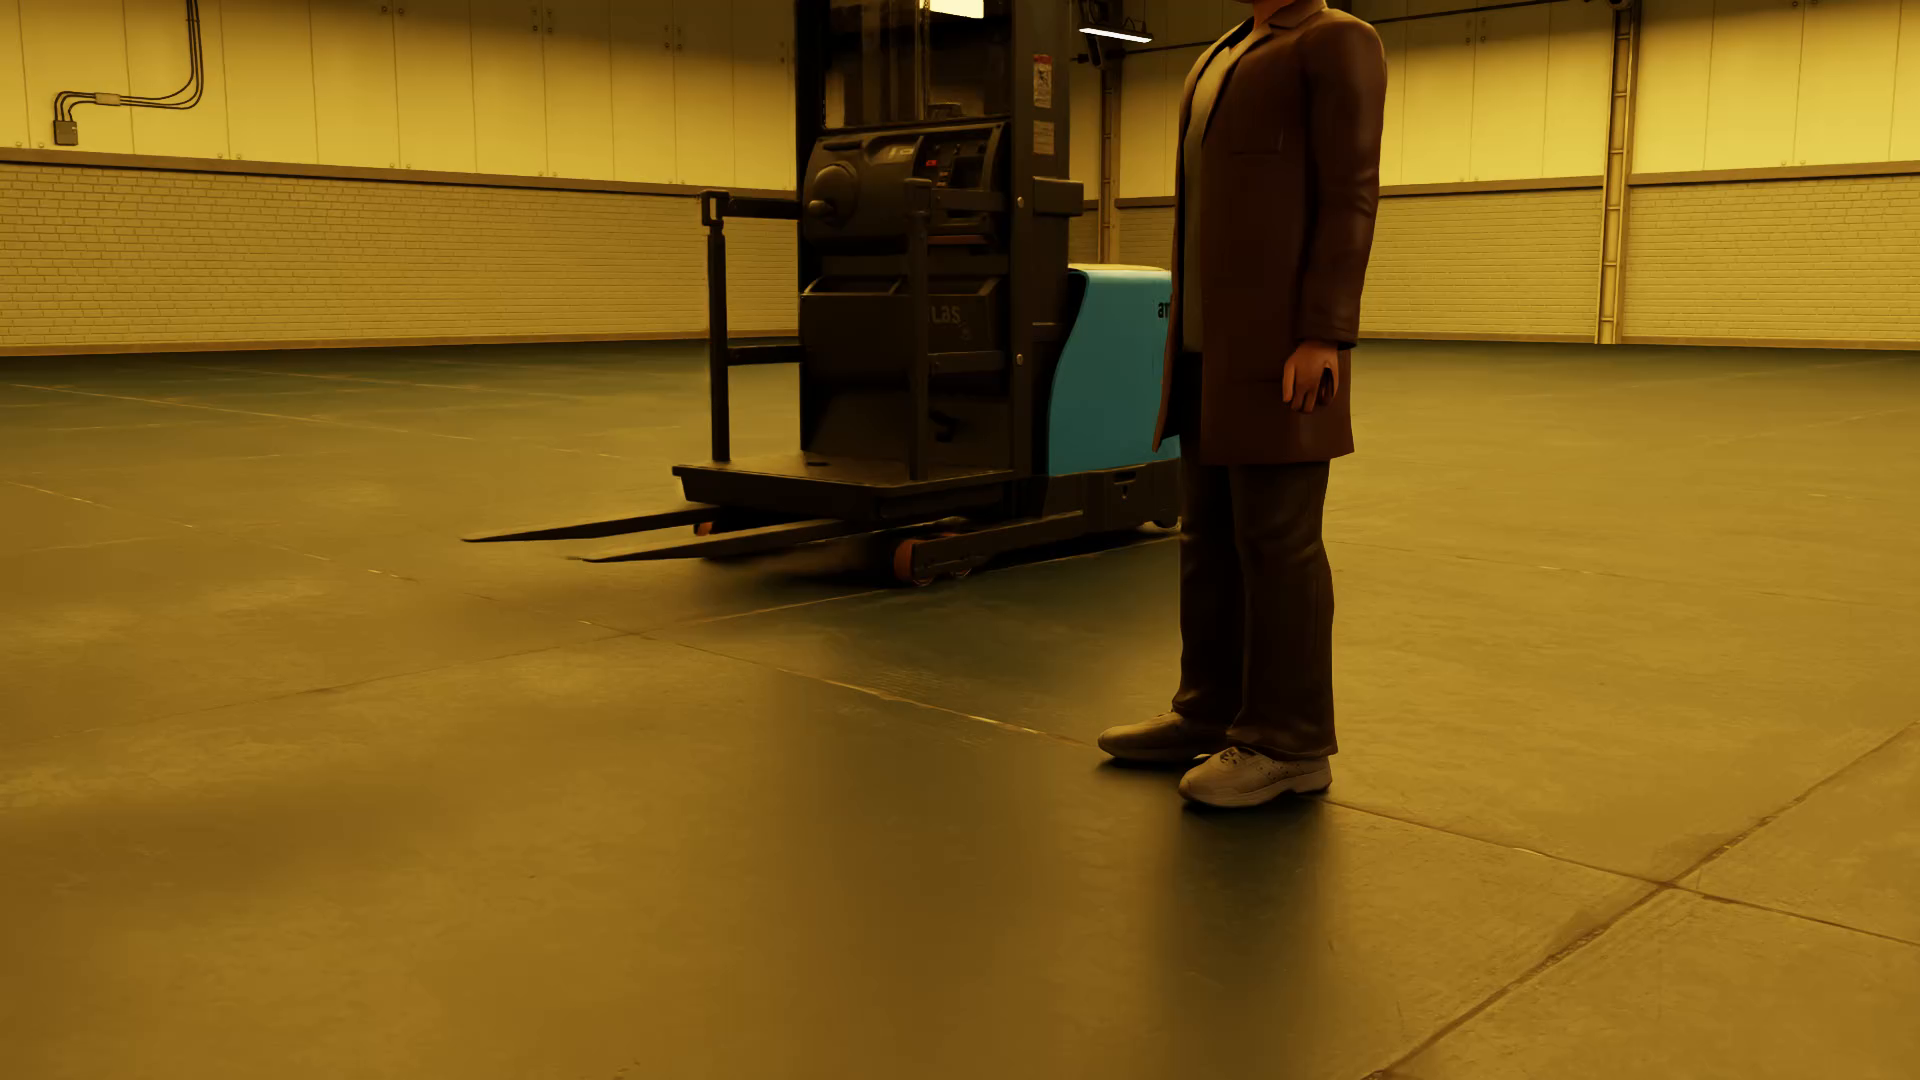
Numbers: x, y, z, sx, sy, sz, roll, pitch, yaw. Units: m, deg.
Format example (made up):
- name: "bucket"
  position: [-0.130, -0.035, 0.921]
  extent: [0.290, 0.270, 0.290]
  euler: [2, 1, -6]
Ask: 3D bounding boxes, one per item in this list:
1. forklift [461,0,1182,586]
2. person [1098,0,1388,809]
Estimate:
- name: "forklift"
  position: [-0.353, -1.374, 6.000]
  extent: [1.130, 2.935, 3.031]
  euler: [7, 11, 39]
- name: "person"
  position: [0.556, -0.384, 3.286]
  extent: [0.393, 1.782, 0.551]
  euler: [-3, 9, -19]
